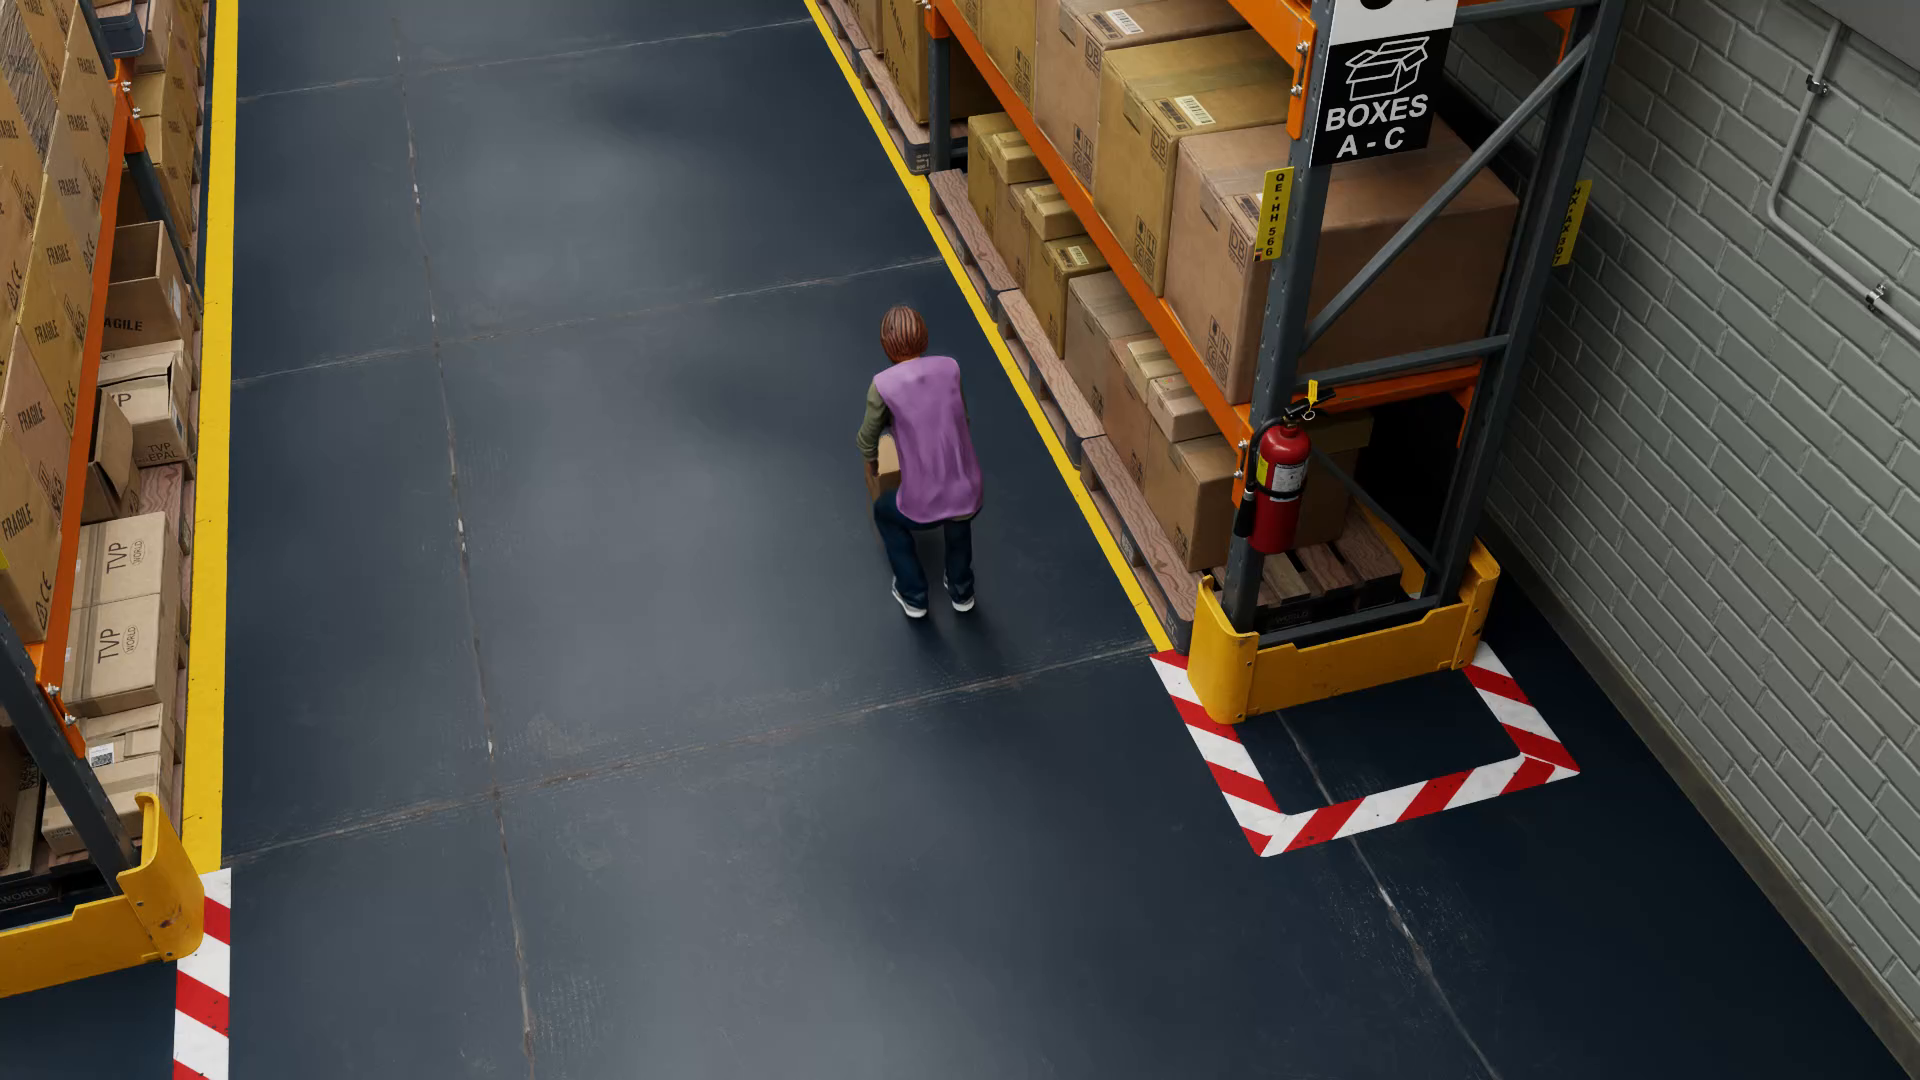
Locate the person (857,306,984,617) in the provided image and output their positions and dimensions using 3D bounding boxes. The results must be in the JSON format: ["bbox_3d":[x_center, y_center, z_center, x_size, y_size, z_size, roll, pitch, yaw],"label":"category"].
[{"bbox_3d":[-0.156,-0.246,6.650,0.462,1.310,0.639,-12,44,-12],"label":"person"}]
